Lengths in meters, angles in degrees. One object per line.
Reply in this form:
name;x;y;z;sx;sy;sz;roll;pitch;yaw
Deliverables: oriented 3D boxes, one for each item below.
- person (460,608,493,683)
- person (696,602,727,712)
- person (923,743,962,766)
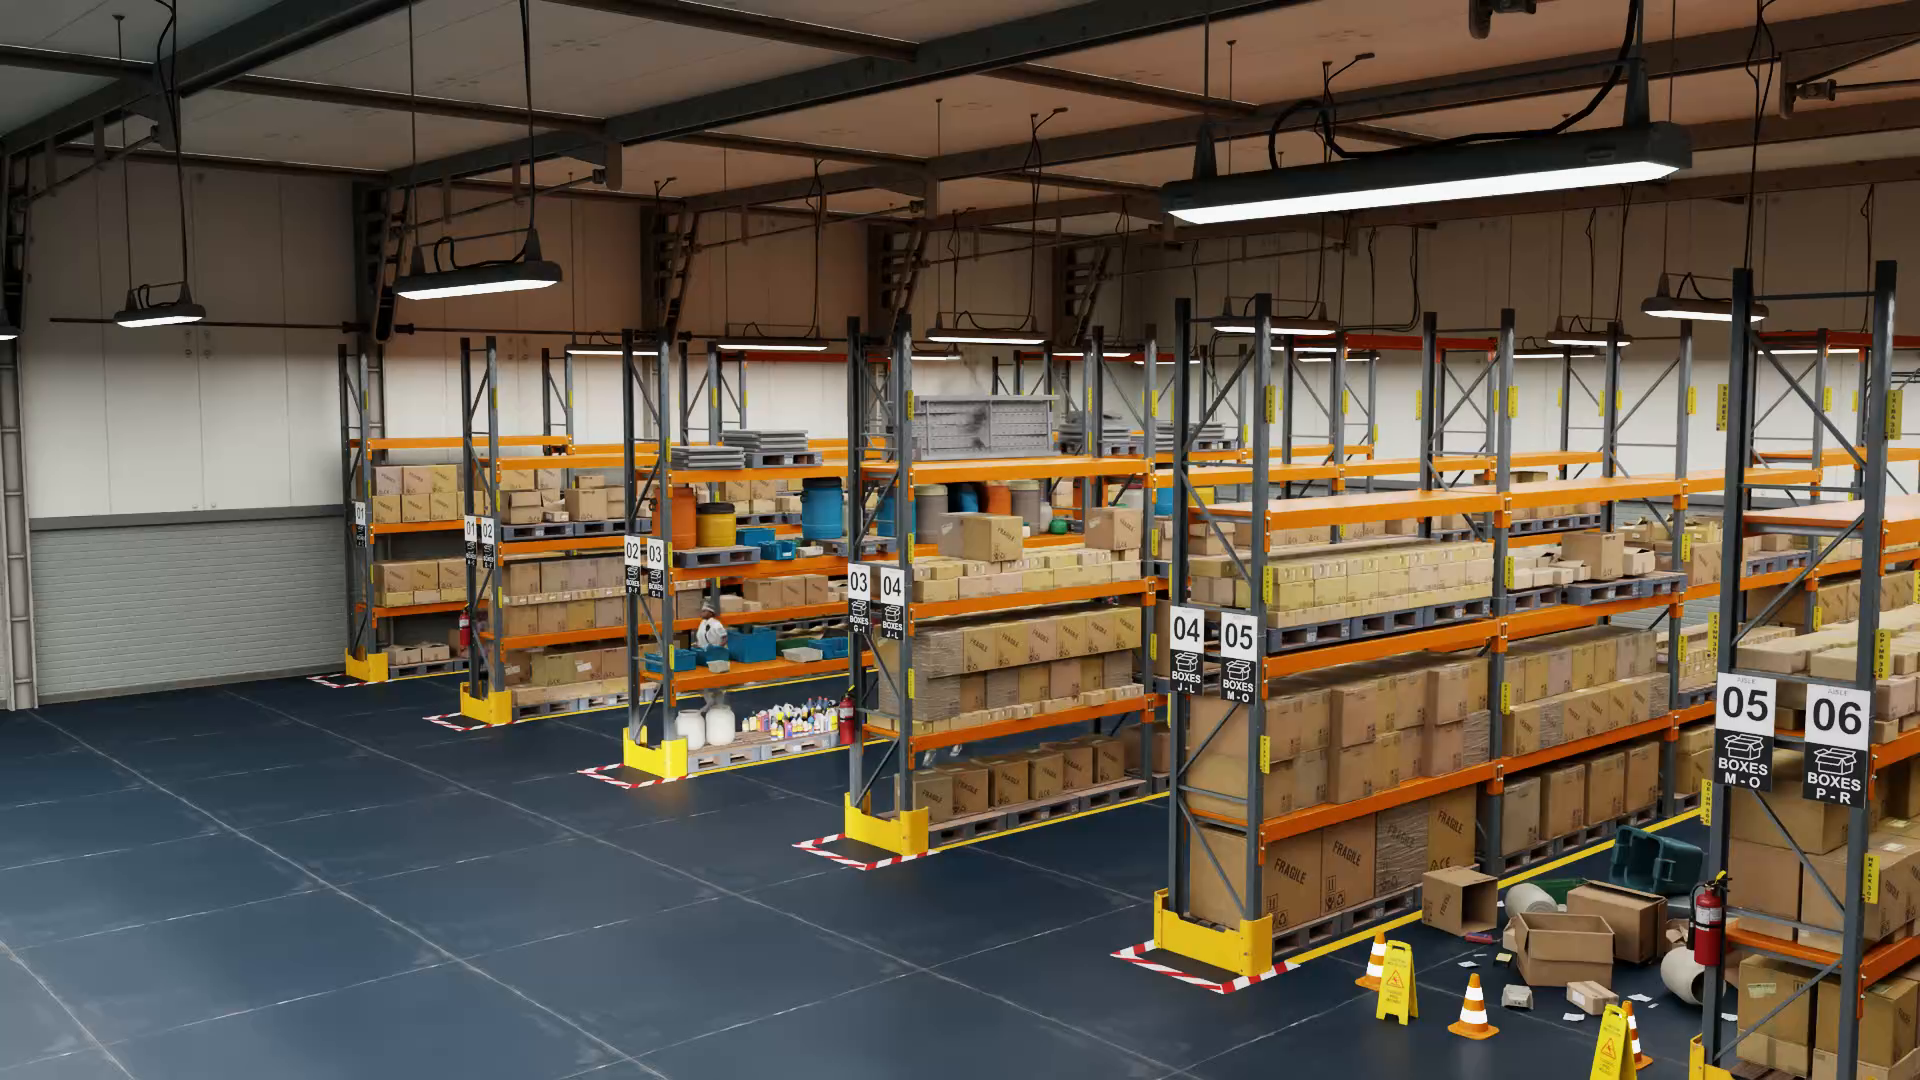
person;-7.981;1.918;27.713;0.536;1.573;0.664;4;6;37
person;-3.813;1.776;25.402;0.575;1.682;0.485;5;7;42
person;-0.225;2.103;21.907;0.514;1.655;0.708;3;6;32
